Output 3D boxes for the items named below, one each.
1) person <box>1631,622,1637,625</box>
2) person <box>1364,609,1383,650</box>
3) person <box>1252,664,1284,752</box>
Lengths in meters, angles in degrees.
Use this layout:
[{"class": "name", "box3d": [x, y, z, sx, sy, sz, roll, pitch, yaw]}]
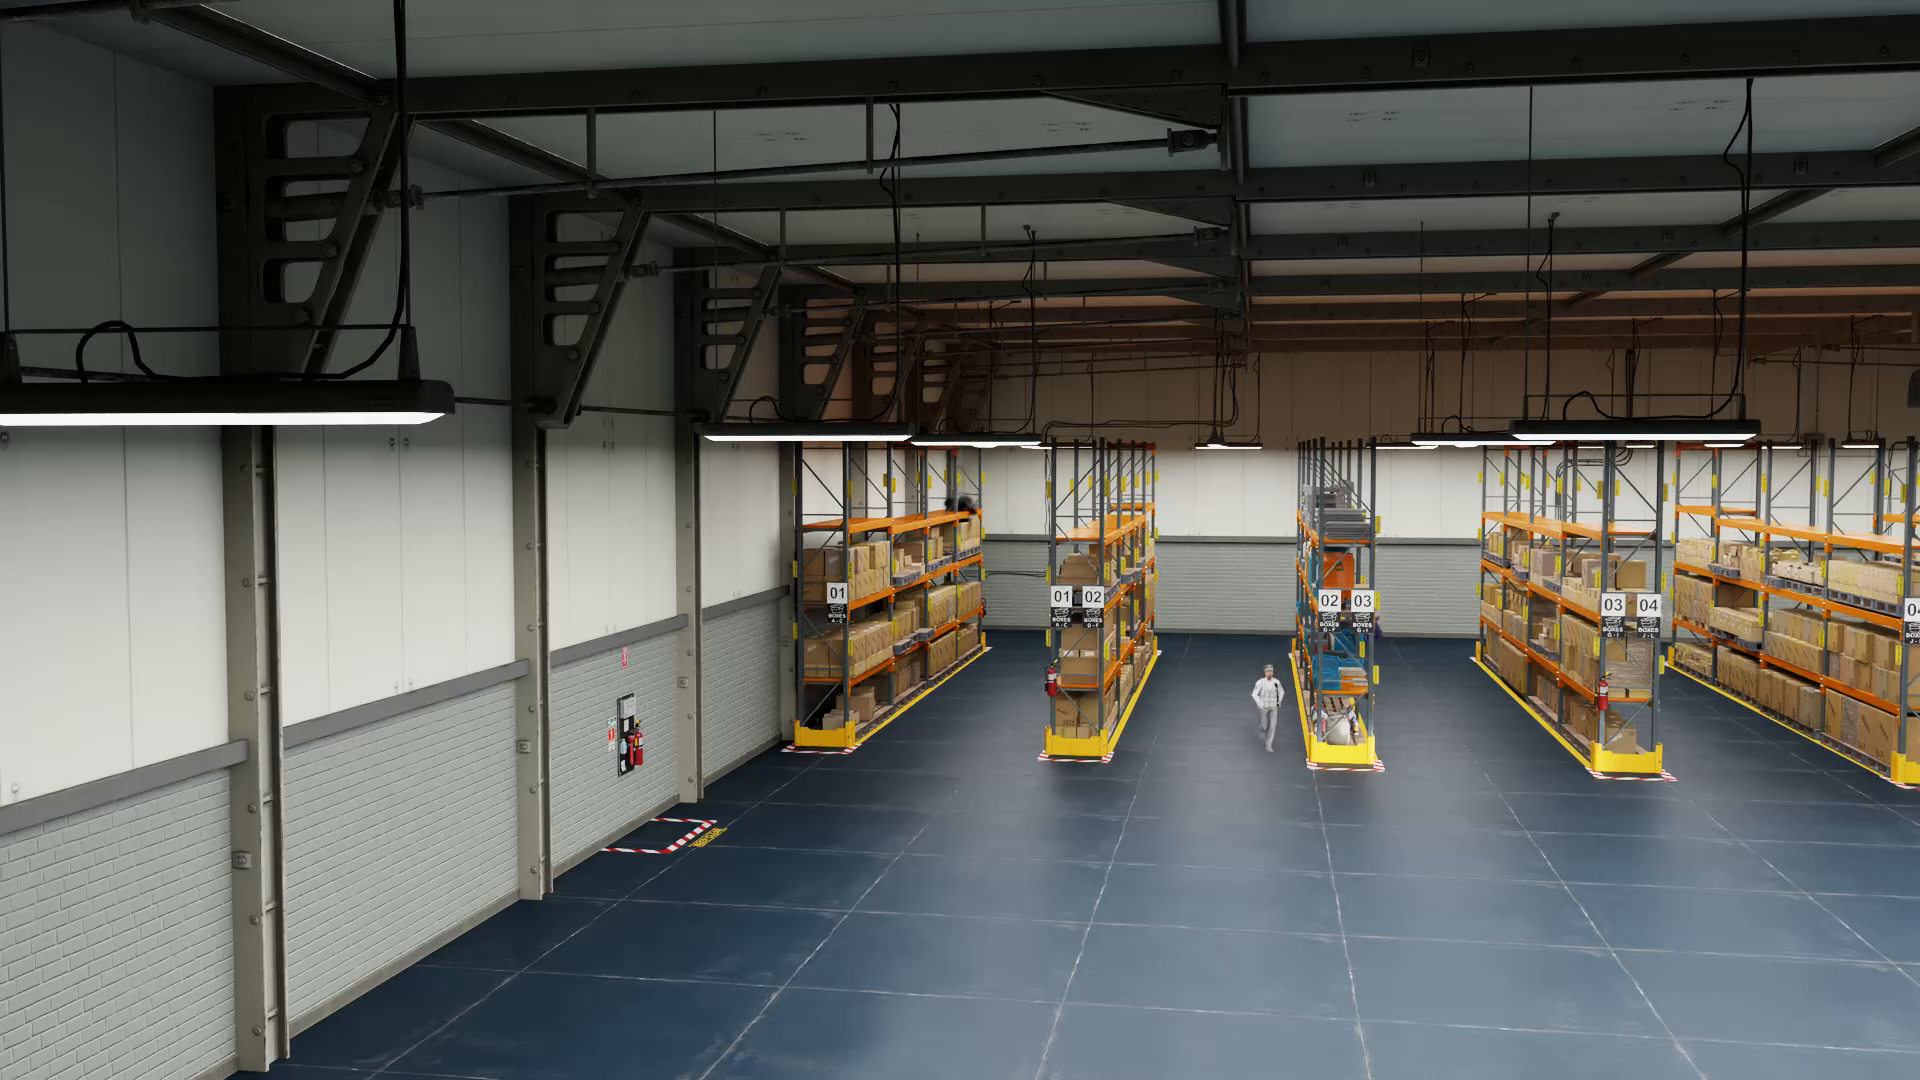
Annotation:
[{"class": "person", "box3d": [17.832, 2.556, 44.669, 0.693, 1.617, 0.647, 2, 4, 39]}, {"class": "person", "box3d": [11.968, 2.393, 48.243, 0.547, 1.605, 0.619, 1, 3, 25]}, {"class": "person", "box3d": [5.940, 3.217, 32.014, 0.625, 1.683, 0.661, 0, 3, 1]}]
